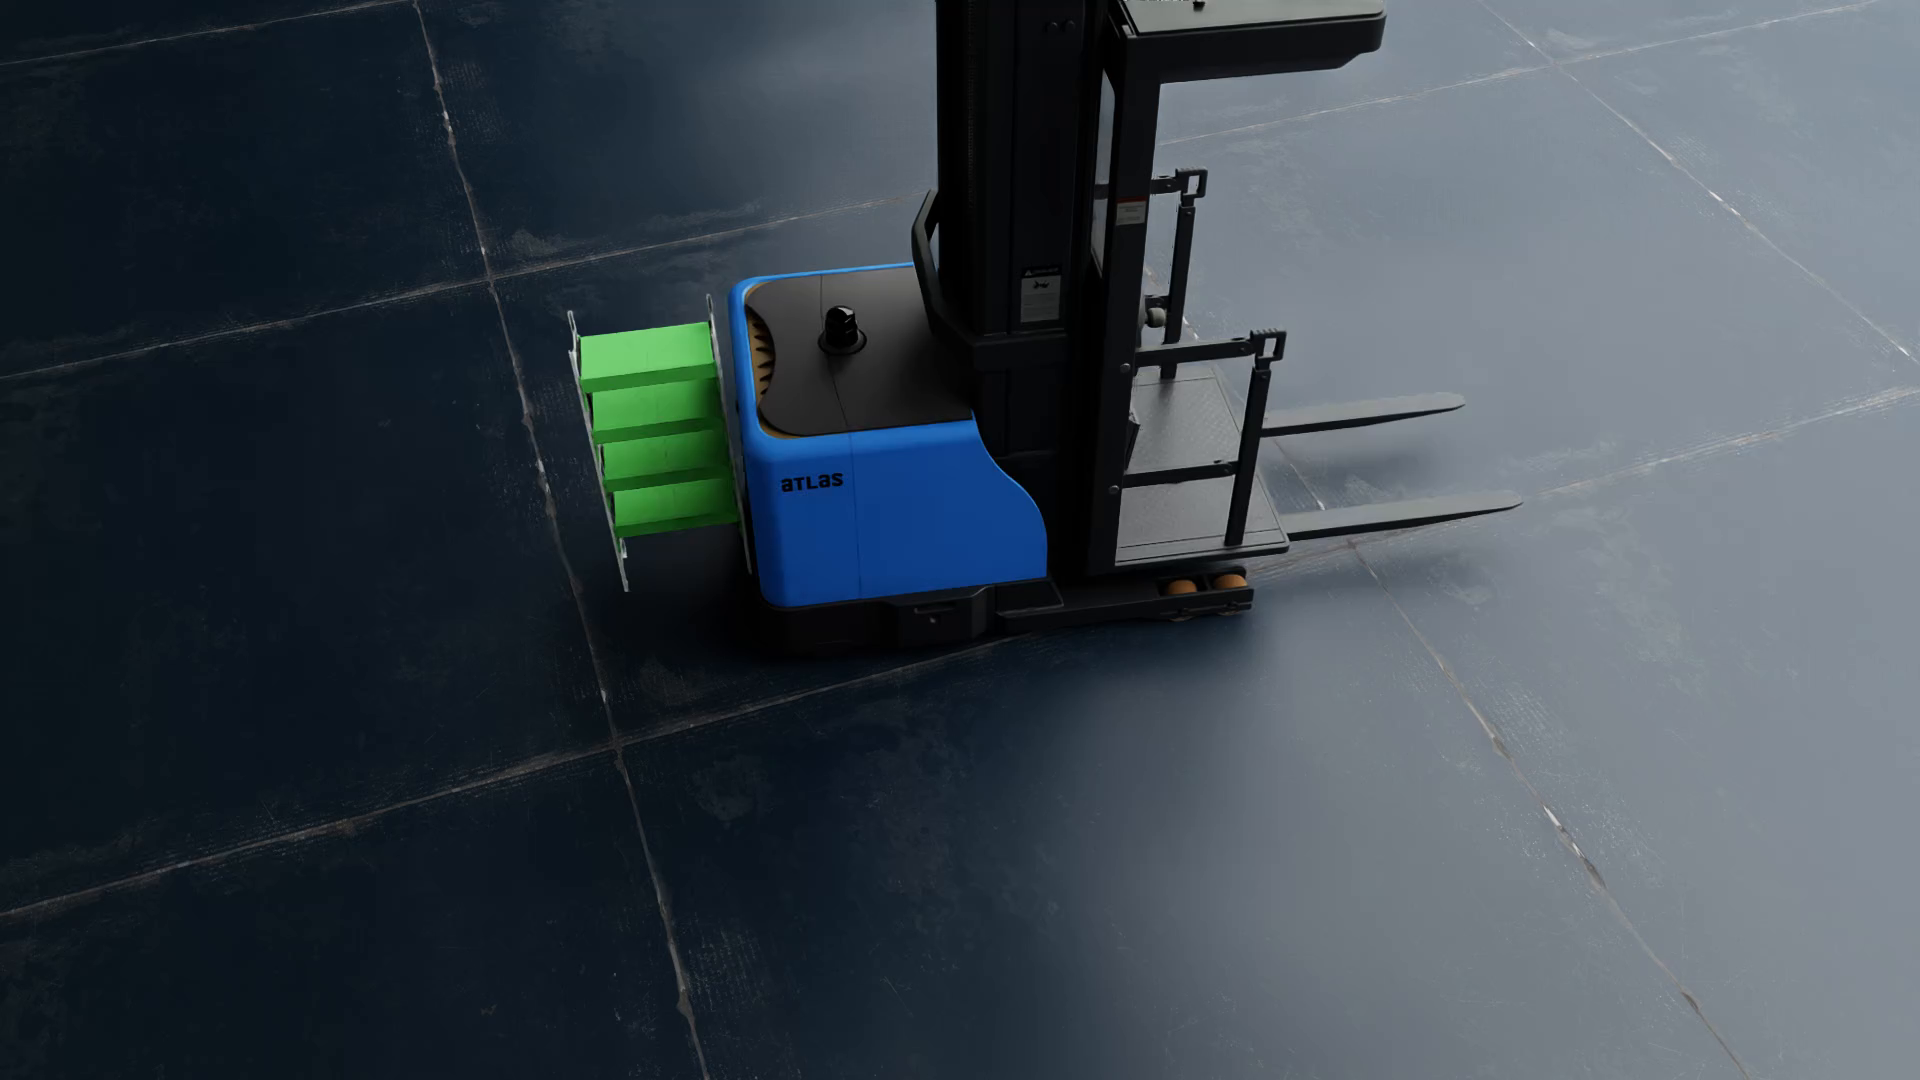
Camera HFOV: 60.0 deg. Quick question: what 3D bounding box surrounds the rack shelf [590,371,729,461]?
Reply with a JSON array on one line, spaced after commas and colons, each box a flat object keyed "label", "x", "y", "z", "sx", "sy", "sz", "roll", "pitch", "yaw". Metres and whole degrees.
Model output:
[{"label": "rack shelf", "x": -1.106, "y": -0.459, "z": 6.106, "sx": 0.480, "sy": 0.148, "sz": 0.258, "roll": -8, "pitch": 46, "yaw": -7}]

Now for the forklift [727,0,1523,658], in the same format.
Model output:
[{"label": "forklift", "x": 0.684, "y": -1.086, "z": 5.763, "sx": 3.031, "sy": 2.935, "sz": 1.130, "roll": -7, "pitch": 45, "yaw": -7}]

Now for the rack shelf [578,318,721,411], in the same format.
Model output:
[{"label": "rack shelf", "x": -1.110, "y": -0.628, "z": 5.935, "sx": 0.480, "sy": 0.148, "sz": 0.258, "roll": -8, "pitch": 46, "yaw": -7}]

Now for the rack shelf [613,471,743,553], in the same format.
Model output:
[{"label": "rack shelf", "x": -1.098, "y": -0.121, "z": 6.447, "sx": 0.480, "sy": 0.148, "sz": 0.258, "roll": -8, "pitch": 46, "yaw": -7}]

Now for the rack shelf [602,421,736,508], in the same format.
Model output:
[{"label": "rack shelf", "x": -1.102, "y": -0.290, "z": 6.276, "sx": 0.480, "sy": 0.148, "sz": 0.258, "roll": -8, "pitch": 46, "yaw": -7}]

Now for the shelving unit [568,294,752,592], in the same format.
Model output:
[{"label": "shelving unit", "x": -1.103, "y": -0.335, "z": 6.231, "sx": 0.503, "sy": 1.200, "sz": 0.258, "roll": -8, "pitch": 46, "yaw": -7}]

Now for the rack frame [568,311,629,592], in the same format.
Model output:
[{"label": "rack frame", "x": -1.343, "y": -0.301, "z": 6.203, "sx": 0.015, "sy": 1.200, "sz": 0.240, "roll": -8, "pitch": 46, "yaw": -7}]

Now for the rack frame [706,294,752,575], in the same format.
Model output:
[{"label": "rack frame", "x": -0.863, "y": -0.369, "z": 6.259, "sx": 0.015, "sy": 1.200, "sz": 0.240, "roll": -8, "pitch": 46, "yaw": -7}]
